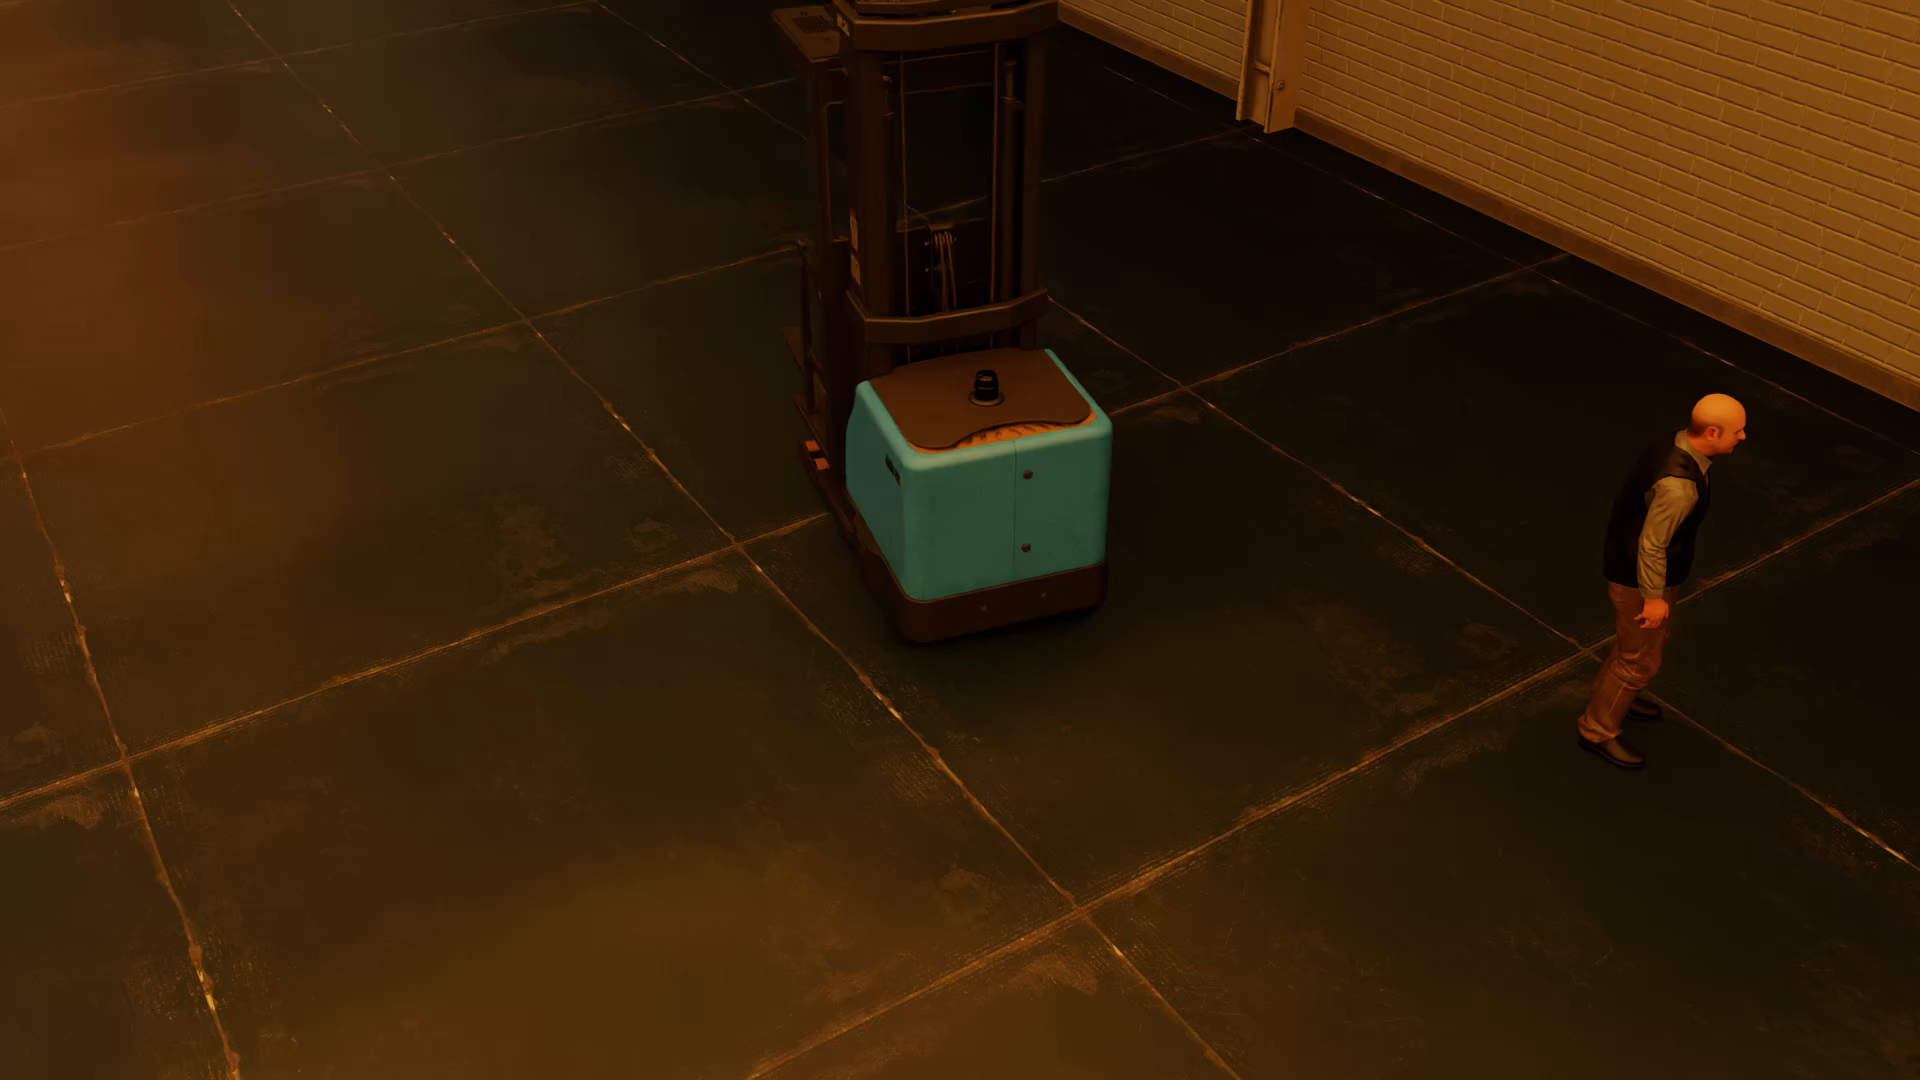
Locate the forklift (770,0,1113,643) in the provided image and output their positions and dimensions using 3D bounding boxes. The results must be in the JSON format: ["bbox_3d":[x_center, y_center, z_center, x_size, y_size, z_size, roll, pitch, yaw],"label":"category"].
[{"bbox_3d":[-0.257,-1.558,8.365,1.130,2.935,3.031,-12,37,-16],"label":"forklift"}]

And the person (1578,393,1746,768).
[{"bbox_3d":[2.916,0.132,7.015,0.428,1.720,0.581,16,38,21],"label":"person"}]
